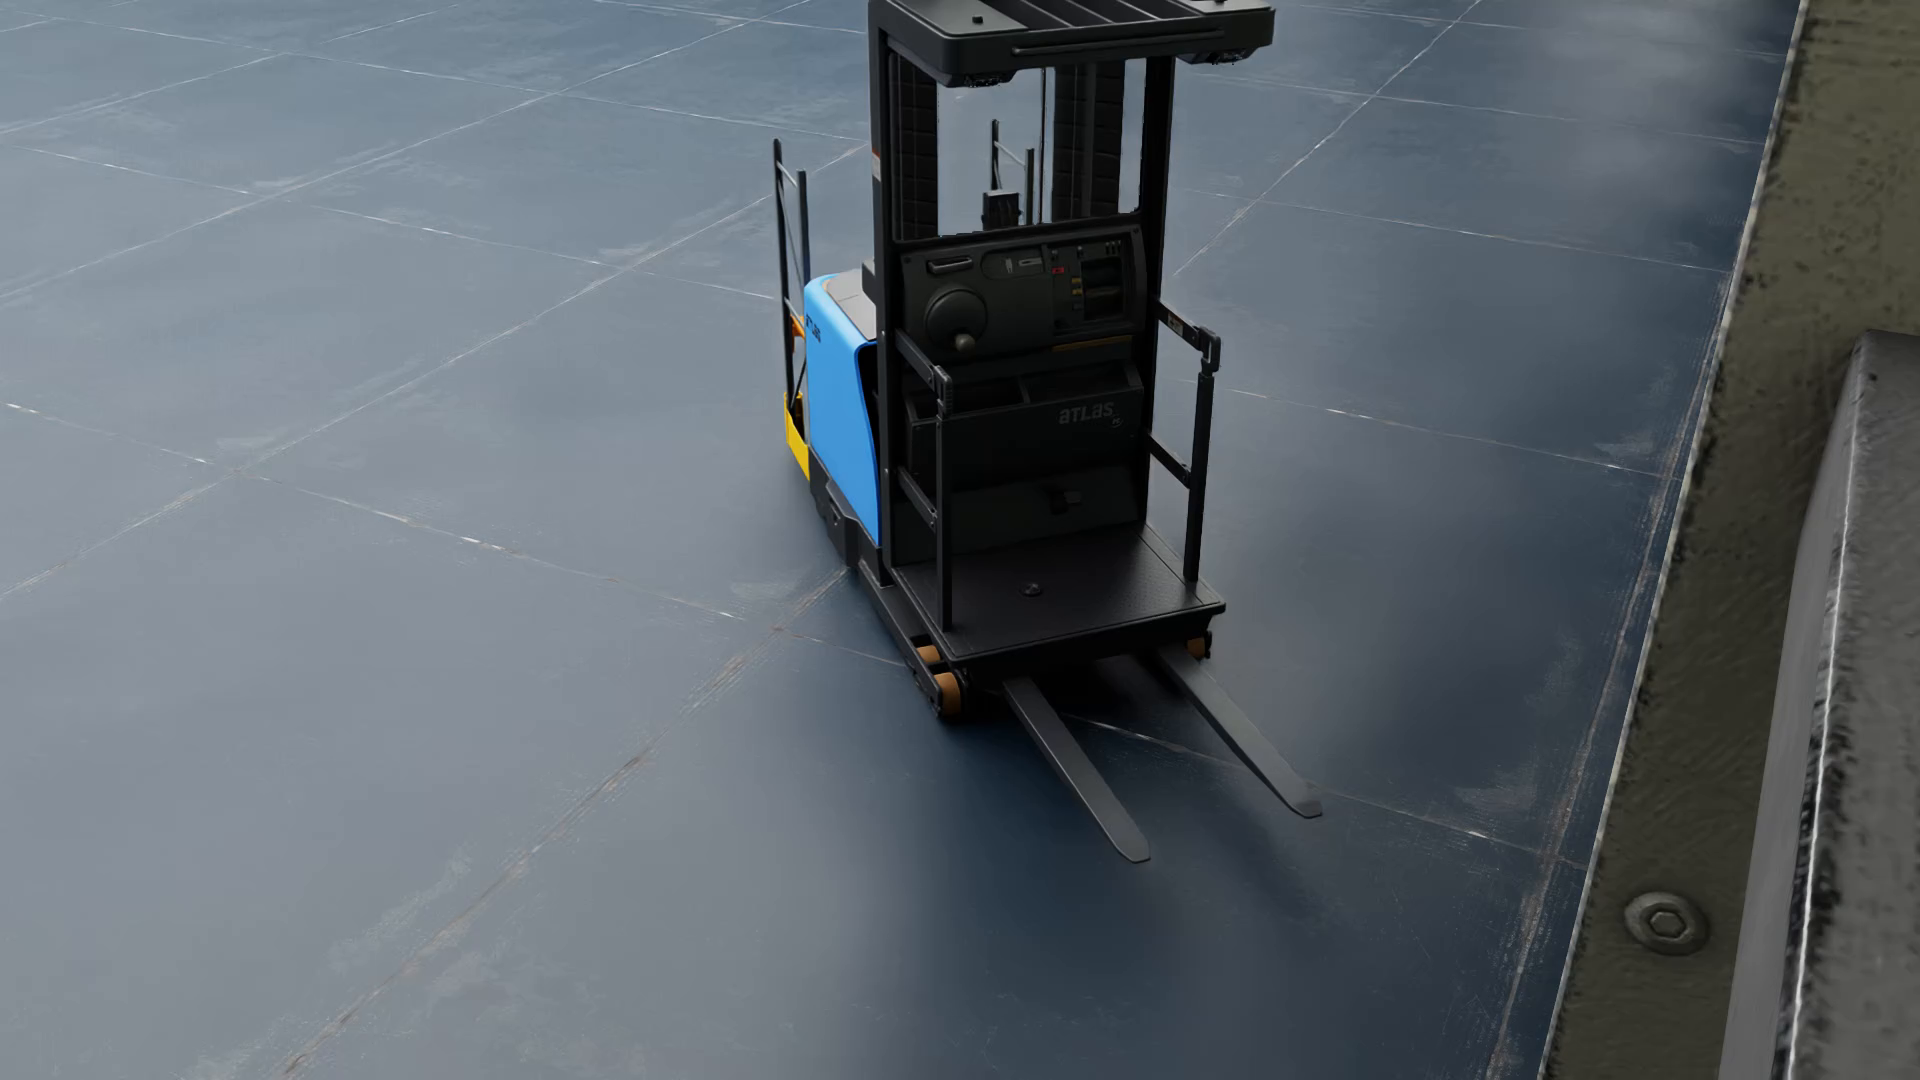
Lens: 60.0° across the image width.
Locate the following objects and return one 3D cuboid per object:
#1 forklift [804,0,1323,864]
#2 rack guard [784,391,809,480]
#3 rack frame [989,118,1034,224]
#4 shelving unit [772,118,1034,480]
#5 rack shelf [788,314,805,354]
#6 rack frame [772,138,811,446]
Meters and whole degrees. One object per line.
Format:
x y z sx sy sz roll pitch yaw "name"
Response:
0.314 -0.853 5.804 1.130 2.935 3.031 -11 32 -18 "forklift"
-0.718 -0.466 7.824 0.087 0.250 0.587 -9 31 -16 "rack guard"
0.227 -1.167 7.788 0.032 1.500 0.500 -9 31 -16 "rack frame"
-0.246 -1.087 7.650 1.083 1.500 0.587 -9 31 -16 "shelving unit"
-0.255 -0.930 7.737 1.000 0.185 0.538 -9 31 -16 "rack shelf"
-0.737 -1.005 7.507 0.032 1.500 0.500 -9 31 -16 "rack frame"
